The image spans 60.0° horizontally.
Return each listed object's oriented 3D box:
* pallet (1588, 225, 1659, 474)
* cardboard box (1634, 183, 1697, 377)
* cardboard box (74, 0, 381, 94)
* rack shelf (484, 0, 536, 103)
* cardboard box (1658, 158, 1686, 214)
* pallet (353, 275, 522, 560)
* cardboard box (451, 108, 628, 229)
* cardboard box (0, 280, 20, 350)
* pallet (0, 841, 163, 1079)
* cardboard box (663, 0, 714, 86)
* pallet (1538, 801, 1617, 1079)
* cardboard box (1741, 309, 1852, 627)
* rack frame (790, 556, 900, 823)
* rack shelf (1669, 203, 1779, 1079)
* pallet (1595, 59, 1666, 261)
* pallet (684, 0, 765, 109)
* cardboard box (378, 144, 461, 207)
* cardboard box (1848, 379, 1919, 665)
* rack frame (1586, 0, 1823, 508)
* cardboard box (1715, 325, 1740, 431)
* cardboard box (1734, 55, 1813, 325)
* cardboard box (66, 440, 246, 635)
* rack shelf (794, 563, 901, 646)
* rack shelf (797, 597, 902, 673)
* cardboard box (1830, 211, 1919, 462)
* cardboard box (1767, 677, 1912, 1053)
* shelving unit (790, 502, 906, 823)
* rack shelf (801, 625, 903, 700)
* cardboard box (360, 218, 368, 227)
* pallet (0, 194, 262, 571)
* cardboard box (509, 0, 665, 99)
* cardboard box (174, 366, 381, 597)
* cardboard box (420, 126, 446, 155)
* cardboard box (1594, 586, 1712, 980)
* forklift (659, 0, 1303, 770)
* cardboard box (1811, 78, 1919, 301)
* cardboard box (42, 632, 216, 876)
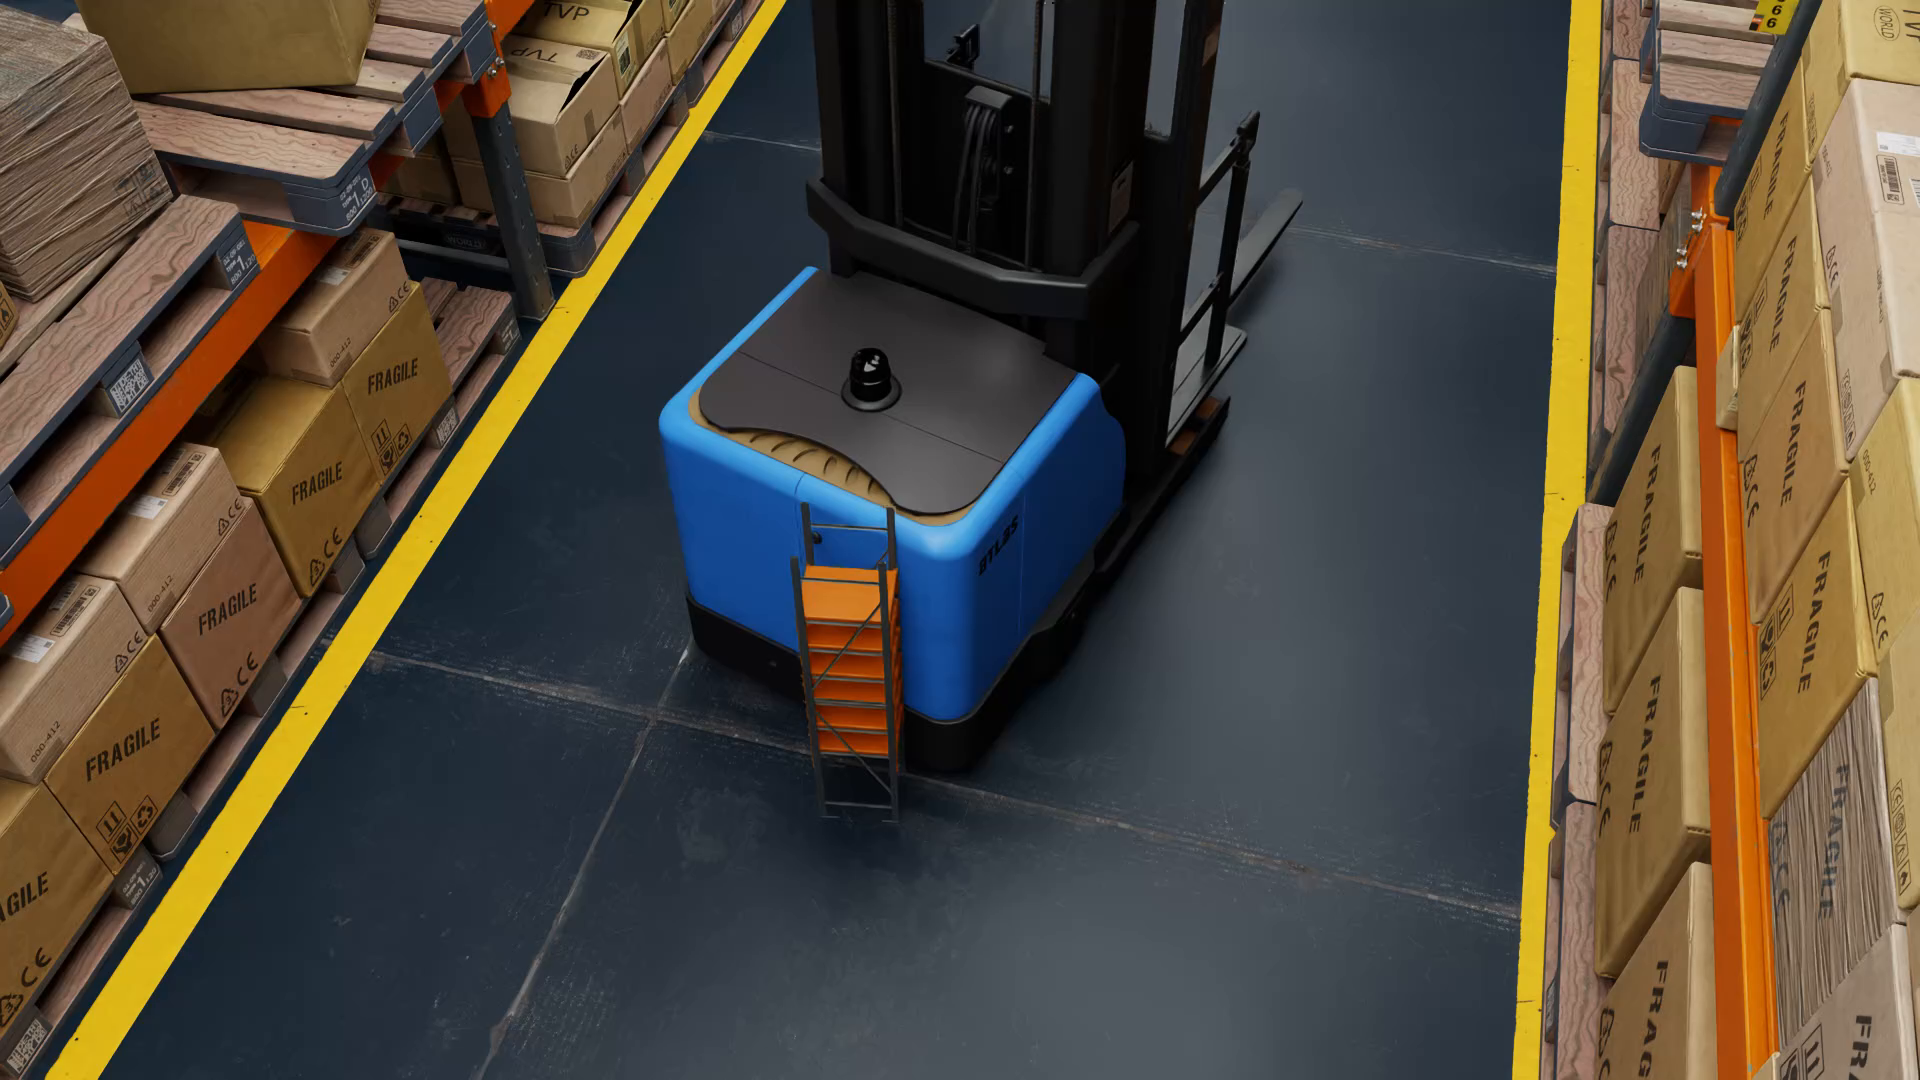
[{"bbox_3d":[2.892,-0.649,6.182,1.003,0.211,1.213,12,50,10],"label":"pallet"},{"bbox_3d":[2.824,-0.857,5.879,0.700,0.500,0.500,12,50,11],"label":"cardboard box"},{"bbox_3d":[-2.152,-1.676,4.882,0.700,0.500,0.500,-3,49,-3],"label":"cardboard box"},{"bbox_3d":[-1.568,-3.191,7.045,1.077,0.370,4.000,12,50,10],"label":"rack shelf"},{"bbox_3d":[3.176,-1.571,6.510,0.700,0.500,0.500,11,50,10],"label":"cardboard box"},{"bbox_3d":[-2.328,-0.527,6.074,1.003,0.211,1.213,12,50,10],"label":"pallet"},{"bbox_3d":[-1.674,-1.532,6.655,0.500,0.250,0.500,11,50,10],"label":"cardboard box"},{"bbox_3d":[-2.742,-0.551,3.889,0.700,0.500,0.500,0,49,0],"label":"cardboard box"},{"bbox_3d":[-2.970,1.238,4.516,1.003,0.211,1.213,12,50,10],"label":"pallet"},{"bbox_3d":[-1.411,-2.273,7.309,0.500,0.250,0.500,10,49,9],"label":"cardboard box"},{"bbox_3d":[2.082,1.351,4.417,1.003,0.211,1.213,12,50,10],"label":"pallet"},{"bbox_3d":[2.032,-0.109,3.567,0.500,0.500,0.500,11,50,10],"label":"cardboard box"},{"bbox_3d":[-0.302,0.446,4.556,0.240,1.200,0.006,4,49,3],"label":"rack frame"},{"bbox_3d":[2.159,0.678,3.631,1.077,0.370,4.000,12,50,10],"label":"rack shelf"},{"bbox_3d":[3.215,-1.529,6.959,1.003,0.211,1.213,12,50,10],"label":"pallet"},{"bbox_3d":[-1.517,-2.527,7.839,1.003,0.211,1.213,12,50,10],"label":"pallet"},{"bbox_3d":[-2.192,-1.640,6.750,0.500,0.250,0.500,13,50,11],"label":"cardboard box"},{"bbox_3d":[1.920,0.006,2.966,0.500,0.250,0.500,11,49,9],"label":"cardboard box"},{"bbox_3d":[2.685,-1.007,4.638,1.000,3.000,0.127,12,50,10],"label":"rack frame"},{"bbox_3d":[2.149,-0.382,4.241,0.380,0.149,0.250,13,50,11],"label":"cardboard box"},{"bbox_3d":[2.310,-0.844,4.216,0.500,0.500,0.500,13,50,11],"label":"cardboard box"},{"bbox_3d":[-2.391,-0.043,4.661,0.500,0.250,0.500,11,49,9],"label":"cardboard box"},{"bbox_3d":[-0.294,0.168,4.380,0.258,0.103,0.180,4,49,3],"label":"rack shelf"},{"bbox_3d":[-0.294,0.248,4.470,0.258,0.103,0.180,4,49,3],"label":"rack shelf"},{"bbox_3d":[2.048,-0.365,3.292,0.500,0.250,0.500,12,50,10],"label":"cardboard box"},{"bbox_3d":[1.776,0.632,2.913,0.500,0.500,0.500,12,50,10],"label":"cardboard box"},{"bbox_3d":[-0.294,0.377,4.617,0.258,1.200,0.189,4,49,3],"label":"shelving unit"},{"bbox_3d":[-0.294,0.327,4.560,0.258,0.103,0.180,4,49,3],"label":"rack shelf"},{"bbox_3d":[-2.490,-1.028,6.030,0.500,0.500,0.500,13,50,12],"label":"cardboard box"},{"bbox_3d":[-2.602,-0.511,4.328,1.003,0.211,1.213,12,50,10],"label":"pallet"},{"bbox_3d":[-1.544,-2.099,6.782,0.500,0.311,0.500,10,49,9],"label":"cardboard box"},{"bbox_3d":[-2.251,-0.203,5.303,0.500,0.500,0.500,10,49,9],"label":"cardboard box"},{"bbox_3d":[-2.195,-1.824,6.539,0.500,0.311,0.500,13,50,11],"label":"cardboard box"},{"bbox_3d":[2.128,0.704,4.282,0.750,0.750,0.750,11,50,10],"label":"cardboard box"},{"bbox_3d":[0.322,-1.372,5.006,1.130,2.935,3.031,24,53,20],"label":"forklift"},{"bbox_3d":[2.176,-0.727,3.612,0.500,0.250,0.500,11,49,10],"label":"cardboard box"},{"bbox_3d":[-2.517,0.543,4.644,0.500,0.500,0.500,12,50,10],"label":"cardboard box"}]
